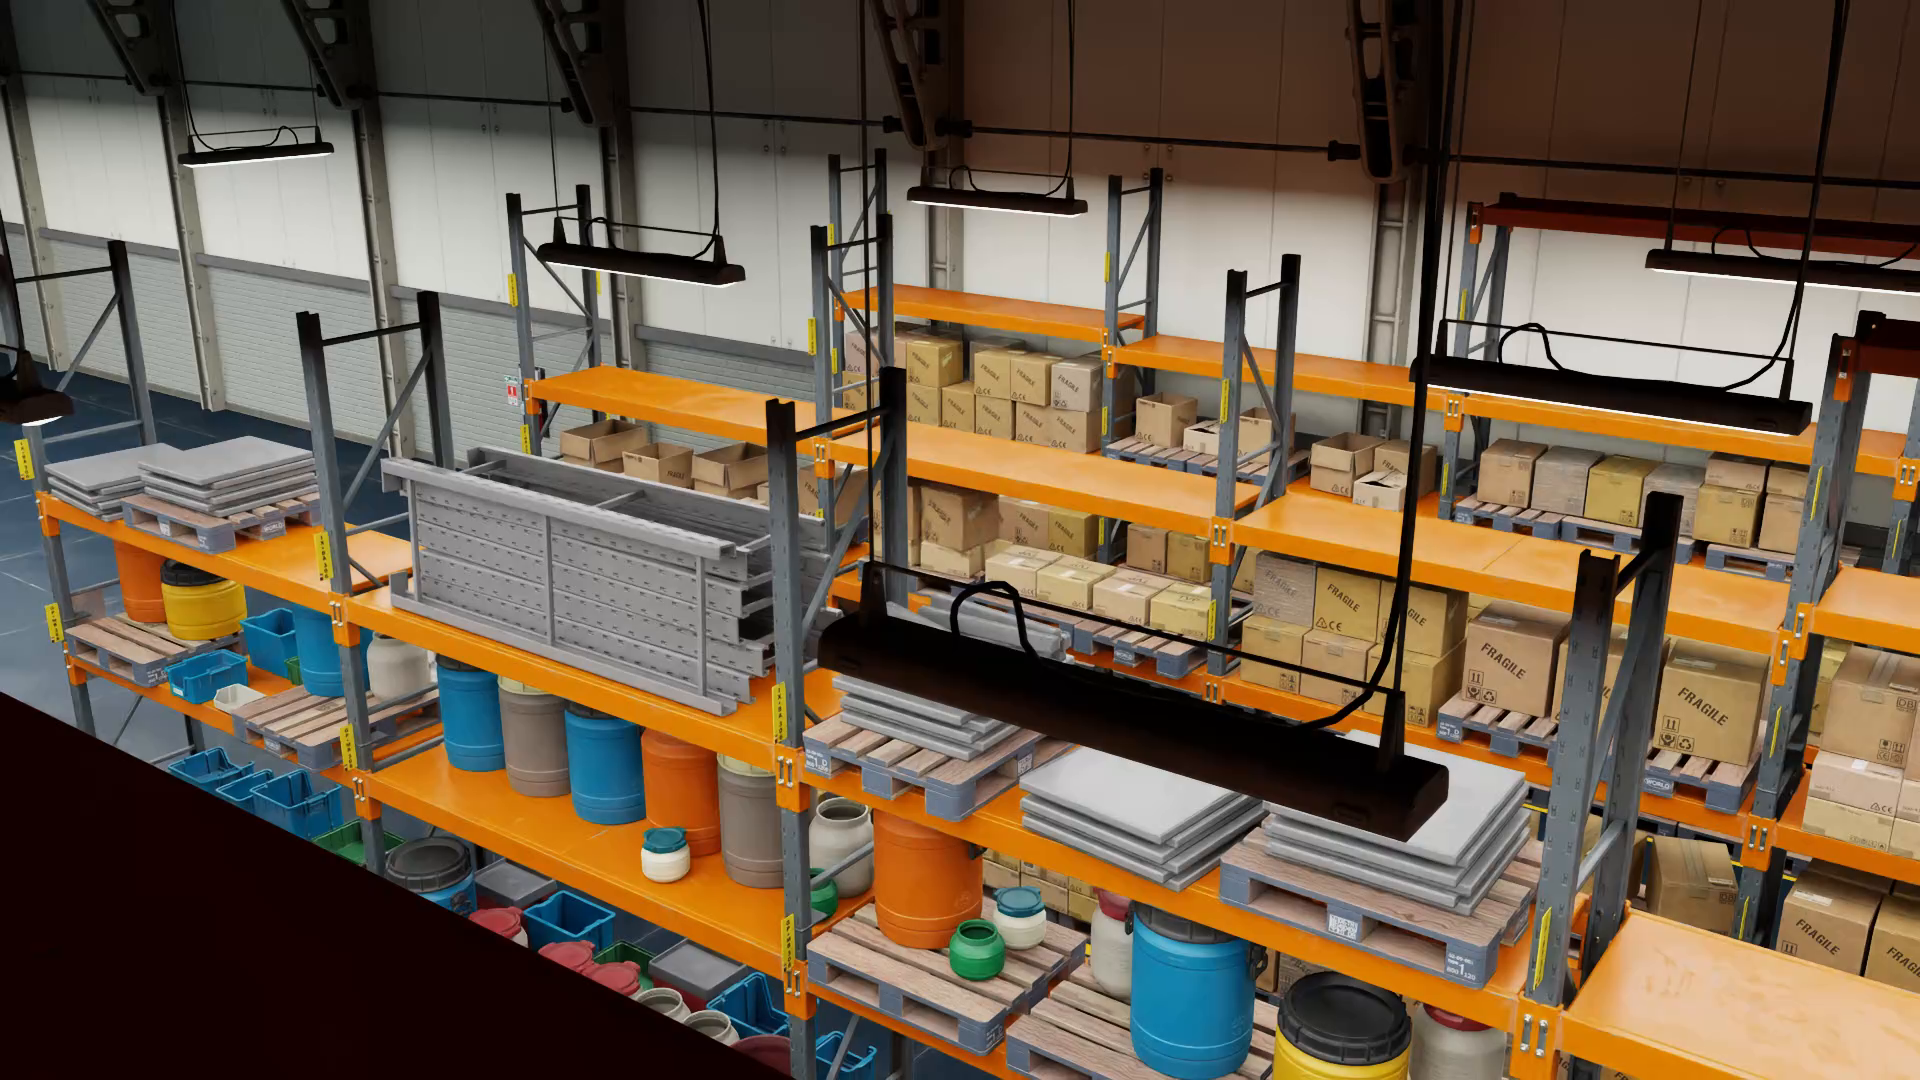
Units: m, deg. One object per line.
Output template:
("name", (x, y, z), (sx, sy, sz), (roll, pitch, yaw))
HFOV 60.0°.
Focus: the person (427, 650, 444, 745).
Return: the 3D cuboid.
("person", (-5.473, 1.523, 17.828), (0.613, 1.734, 0.706), (-9, 21, -26))
